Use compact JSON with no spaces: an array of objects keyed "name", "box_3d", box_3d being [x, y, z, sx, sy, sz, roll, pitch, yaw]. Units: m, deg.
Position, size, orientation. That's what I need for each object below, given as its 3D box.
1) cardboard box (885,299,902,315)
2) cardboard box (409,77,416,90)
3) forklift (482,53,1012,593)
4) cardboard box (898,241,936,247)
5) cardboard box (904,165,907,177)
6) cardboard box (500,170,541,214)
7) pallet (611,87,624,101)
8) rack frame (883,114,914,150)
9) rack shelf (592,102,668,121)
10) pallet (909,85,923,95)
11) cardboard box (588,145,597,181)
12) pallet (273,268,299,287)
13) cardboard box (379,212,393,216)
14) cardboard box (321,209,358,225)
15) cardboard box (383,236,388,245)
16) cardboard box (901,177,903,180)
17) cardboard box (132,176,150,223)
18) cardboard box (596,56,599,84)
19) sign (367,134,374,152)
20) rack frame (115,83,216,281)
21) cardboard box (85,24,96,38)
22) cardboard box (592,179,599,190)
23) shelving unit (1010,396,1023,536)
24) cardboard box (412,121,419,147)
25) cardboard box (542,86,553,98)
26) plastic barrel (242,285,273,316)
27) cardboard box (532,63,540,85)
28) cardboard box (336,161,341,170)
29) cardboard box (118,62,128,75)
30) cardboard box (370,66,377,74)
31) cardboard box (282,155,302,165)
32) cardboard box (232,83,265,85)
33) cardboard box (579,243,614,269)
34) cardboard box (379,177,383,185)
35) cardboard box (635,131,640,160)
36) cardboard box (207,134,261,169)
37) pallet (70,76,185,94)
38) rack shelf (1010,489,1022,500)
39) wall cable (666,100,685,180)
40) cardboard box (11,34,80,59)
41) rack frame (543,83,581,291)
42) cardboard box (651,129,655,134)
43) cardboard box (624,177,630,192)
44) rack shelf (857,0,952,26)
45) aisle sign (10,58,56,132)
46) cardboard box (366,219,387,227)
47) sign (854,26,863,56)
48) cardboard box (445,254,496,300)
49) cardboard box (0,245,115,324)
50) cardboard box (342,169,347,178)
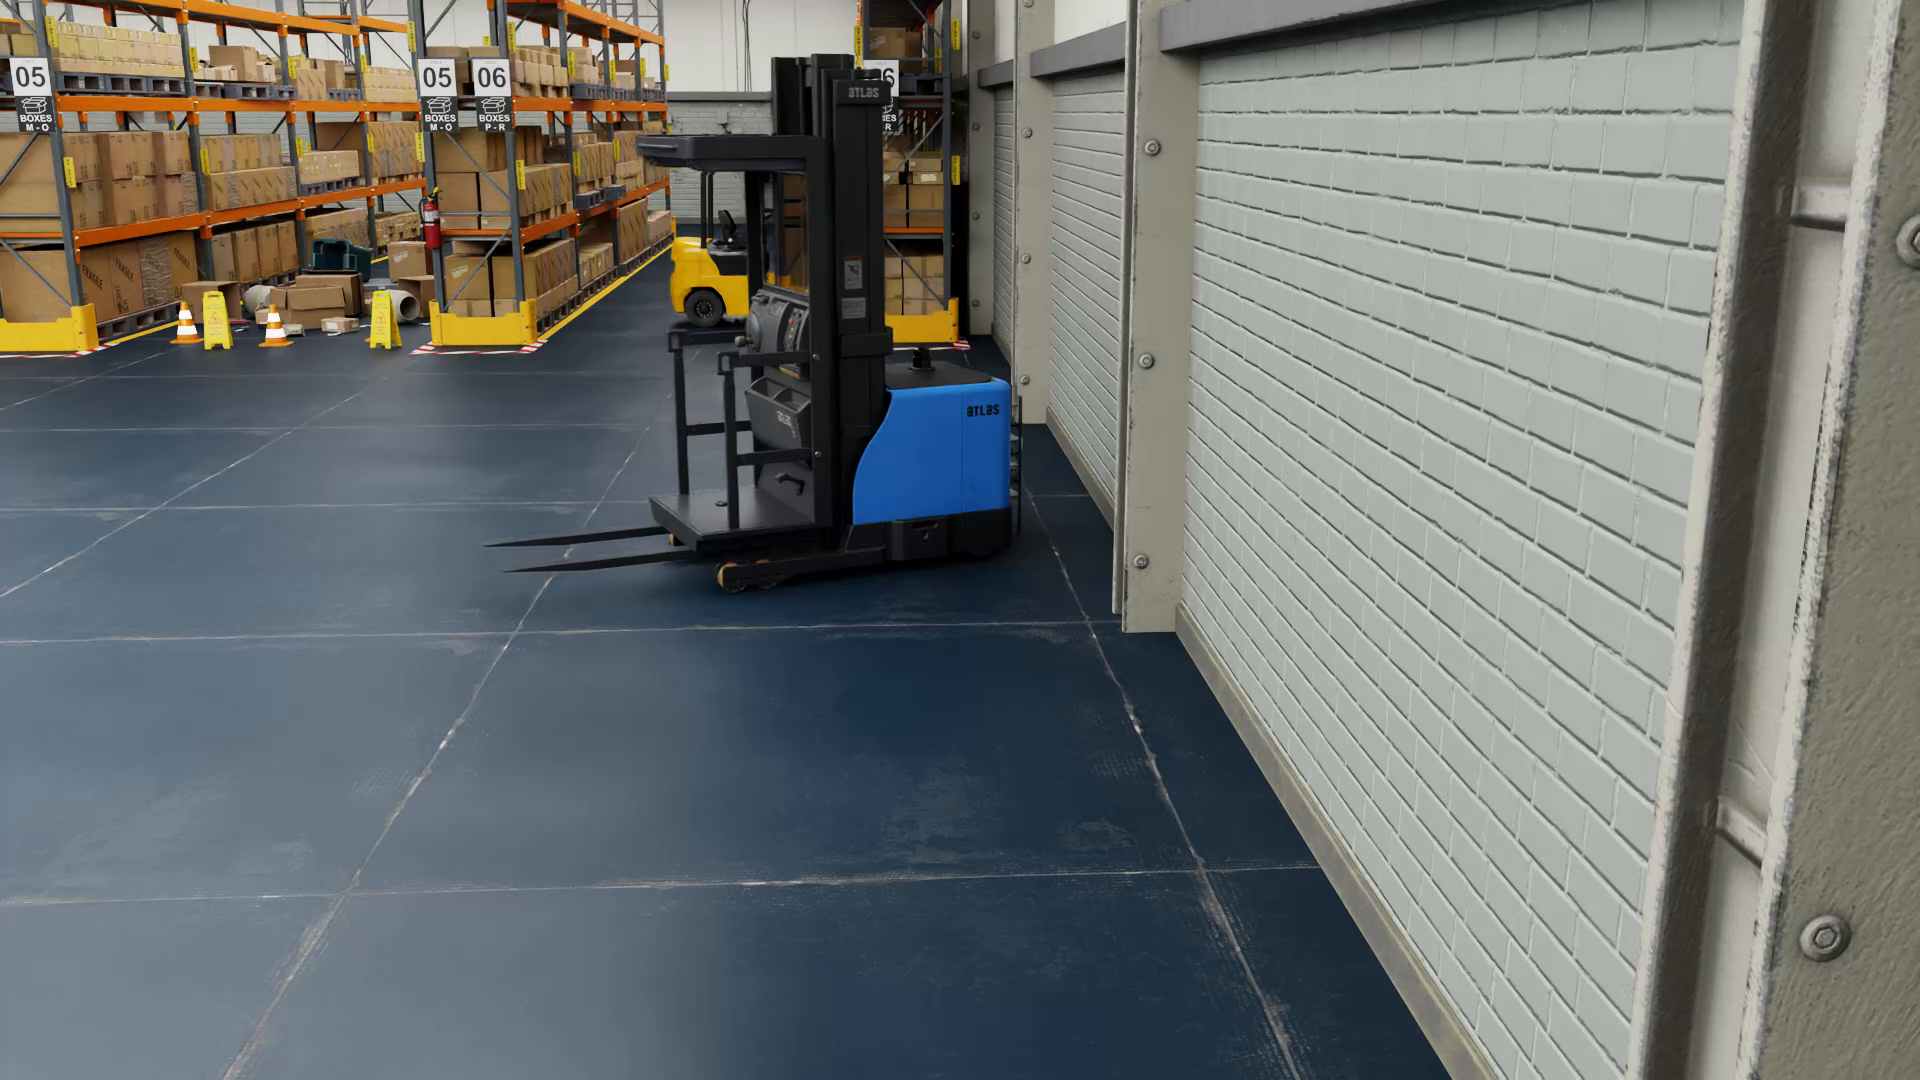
[{"name":"cardboard box","box_3d":[-0.952,-2.804,20.081,0.500,0.250,0.500,-1,14,-3]},{"name":"cardboard box","box_3d":[-11.205,-9.132,33.277,0.500,0.250,0.500,-1,14,-5]},{"name":"forklift","box_3d":[-1.241,-1.273,9.591,3.031,2.935,1.130,-7,16,-25]},{"name":"cardboard box","box_3d":[-0.568,-3.800,21.945,0.500,0.250,0.500,-1,14,-3]},{"name":"cardboard box","box_3d":[-0.544,-4.847,21.843,0.380,0.149,0.250,0,14,-2]},{"name":"cardboard box","box_3d":[-5.349,-4.186,19.979,0.500,0.500,0.500,0,14,-2]},{"name":"pallet","box_3d":[-6.150,-7.253,27.055,1.213,0.211,1.003,0,14,-1]},{"name":"rack frame","box_3d":[-1.351,-6.805,30.954,1.000,3.000,0.127,-1,14,-3]},{"name":"rack shelf","box_3d":[-6.429,-8.329,32.302,1.077,0.370,4.000,-1,14,-3]},{"name":"pallet","box_3d":[-0.923,-6.394,23.723,0.805,0.209,1.217,-1,15,-6]},{"name":"cardboard box","box_3d":[-5.601,-5.502,24.251,0.500,0.500,0.500,-1,14,-4]},{"name":"pallet","box_3d":[-11.018,-4.083,25.973,1.003,0.211,1.213,-1,14,-3]},{"name":"cardboard box","box_3d":[-11.657,-6.529,33.567,0.380,0.149,0.250,-1,14,-2]},{"name":"cardboard box","box_3d":[-10.922,-5.672,29.221,0.500,0.250,0.500,0,14,-1]},{"name":"cardboard box","box_3d":[-10.958,-5.610,31.189,0.380,0.149,0.250,0,14,-2]},{"name":"cardboard box","box_3d":[-1.007,-4.494,21.773,0.500,0.500,0.500,-1,14,-4]},{"name":"cardboard box","box_3d":[-10.603,-4.214,20.585,0.875,0.550,0.500,-1,14,-3]},{"name":"cardboard box","box_3d":[-6.308,-7.680,27.293,0.700,0.500,0.500,-2,15,-6]},{"name":"sign","box_3d":[-10.685,-7.196,30.151,0.100,0.325,0.005,-1,14,-3]},{"name":"rack frame","box_3d":[-10.744,-4.636,22.525,1.000,3.000,0.127,-1,14,-3]},{"name":"cardboard box","box_3d":[-10.244,-5.887,19.228,0.380,0.149,0.250,-1,14,-3]},{"name":"cardboard box","box_3d":[-5.581,-5.286,24.714,0.380,0.149,0.250,0,14,-1]},{"name":"shelving unit","box_3d":[0.239,-0.480,10.588,0.258,0.900,0.210,-6,16,-22]},{"name":"cardboard box","box_3d":[-11.210,-8.187,33.523,0.500,0.500,0.500,-1,14,-5]},{"name":"cardboard box","box_3d":[-5.436,-5.739,21.295,0.380,0.149,0.250,0,14,-2]},{"name":"plastic barrel","box_3d":[-9.142,-3.130,21.842,0.512,0.421,0.421,10,18,35]},{"name":"cardboard box","box_3d":[-5.405,-5.650,20.149,0.500,0.250,0.500,0,14,-2]},{"name":"cardboard box","box_3d":[-10.951,-6.496,28.817,0.380,0.149,0.250,-2,15,-6]},{"name":"cardboard box","box_3d":[-10.292,-5.692,20.068,0.380,0.149,0.250,-1,14,-3]},{"name":"cardboard box","box_3d":[-11.042,-8.712,30.845,0.380,0.149,0.250,-1,14,-5]},{"name":"cardboard box","box_3d":[-10.827,-6.120,26.759,0.380,0.149,0.250,-1,14,-3]},{"name":"cardboard box","box_3d":[-11.280,-7.270,26.542,0.500,0.500,0.500,-1,14,-3]},{"name":"cardboard box","box_3d":[-6.032,-4.523,26.515,0.950,0.372,0.625,-2,15,-7]},{"name":"cardboard box","box_3d":[-11.100,-6.776,31.346,0.380,0.149,0.250,-2,15,-6]},{"name":"cardboard box","box_3d":[-5.987,-7.024,29.599,0.500,0.500,0.500,-1,14,-2]},{"name":"cardboard box","box_3d":[-10.907,-5.798,24.836,0.700,0.500,0.500,-1,14,-4]},{"name":"pallet","box_3d":[-10.703,-5.842,21.371,1.003,0.211,1.213,-1,14,-3]},{"name":"rack shelf","box_3d":[0.239,-0.274,10.641,0.258,0.077,0.200,-6,16,-22]},{"name":"wall cable","box_3d":[-6.925,-9.631,39.838,0.585,1.953,0.123,-1,14,-3]},{"name":"cardboard box","box_3d":[-10.269,-5.541,18.684,0.500,0.250,0.500,-1,14,-4]},{"name":"rack frame","box_3d":[-5.809,-4.738,22.920,1.000,3.000,0.127,-1,14,-3]},{"name":"cardboard box","box_3d":[-6.138,-7.635,31.975,0.500,0.500,0.500,-1,14,-2]},{"name":"cardboard box","box_3d":[-5.912,-6.043,28.296,0.500,0.250,0.500,0,14,-2]},{"name":"rack shelf","box_3d":[-0.731,-6.681,20.680,1.077,0.370,4.000,-1,14,-3]},{"name":"aisle sign","box_3d":[-10.192,-4.887,18.285,0.394,0.787,0.004,-1,14,-3]},{"name":"cardboard box","box_3d":[-11.115,-6.021,31.594,0.380,0.149,0.250,-1,14,-5]},{"name":"sign","box_3d":[-1.150,-5.659,18.862,0.100,0.325,0.005,-1,14,-3]},{"name":"cardboard box","box_3d":[-5.871,-3.173,20.009,0.500,0.500,0.500,-1,14,-3]},{"name":"cardboard box","box_3d":[-10.604,-2.983,19.523,0.875,0.875,0.875,-1,14,-3]},{"name":"cardboard box","box_3d":[-10.972,-6.423,29.131,0.380,0.149,0.250,-2,15,-6]}]
